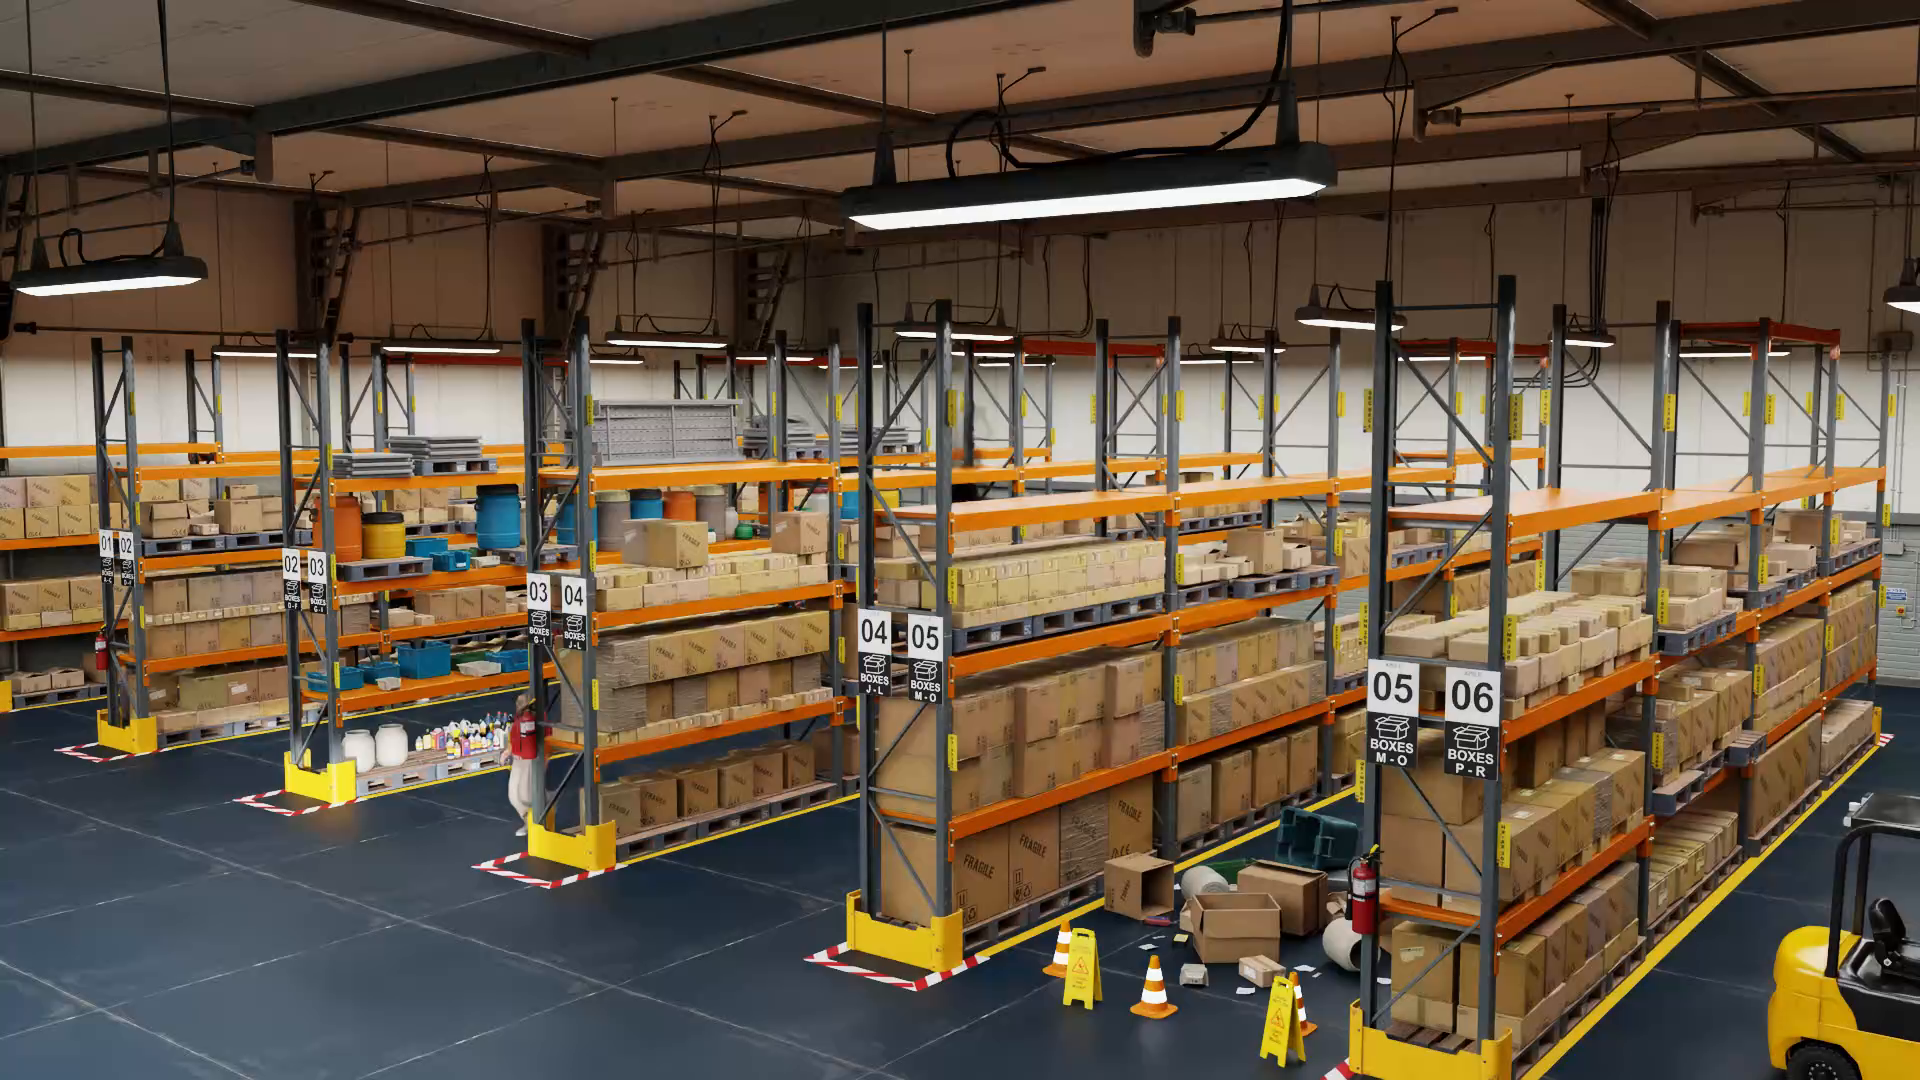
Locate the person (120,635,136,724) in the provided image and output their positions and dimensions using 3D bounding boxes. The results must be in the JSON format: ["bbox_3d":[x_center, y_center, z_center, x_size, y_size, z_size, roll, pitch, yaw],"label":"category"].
[{"bbox_3d":[-12.895,2.038,26.080,0.683,1.734,0.899,4,6,36],"label":"person"}]

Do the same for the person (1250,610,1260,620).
[{"bbox_3d":[4.982,1.905,27.540,0.668,1.770,0.815,3,6,27],"label":"person"}]

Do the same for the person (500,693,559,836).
[{"bbox_3d":[-5.086,2.631,19.632,0.673,1.678,0.585,4,6,36],"label":"person"}]
